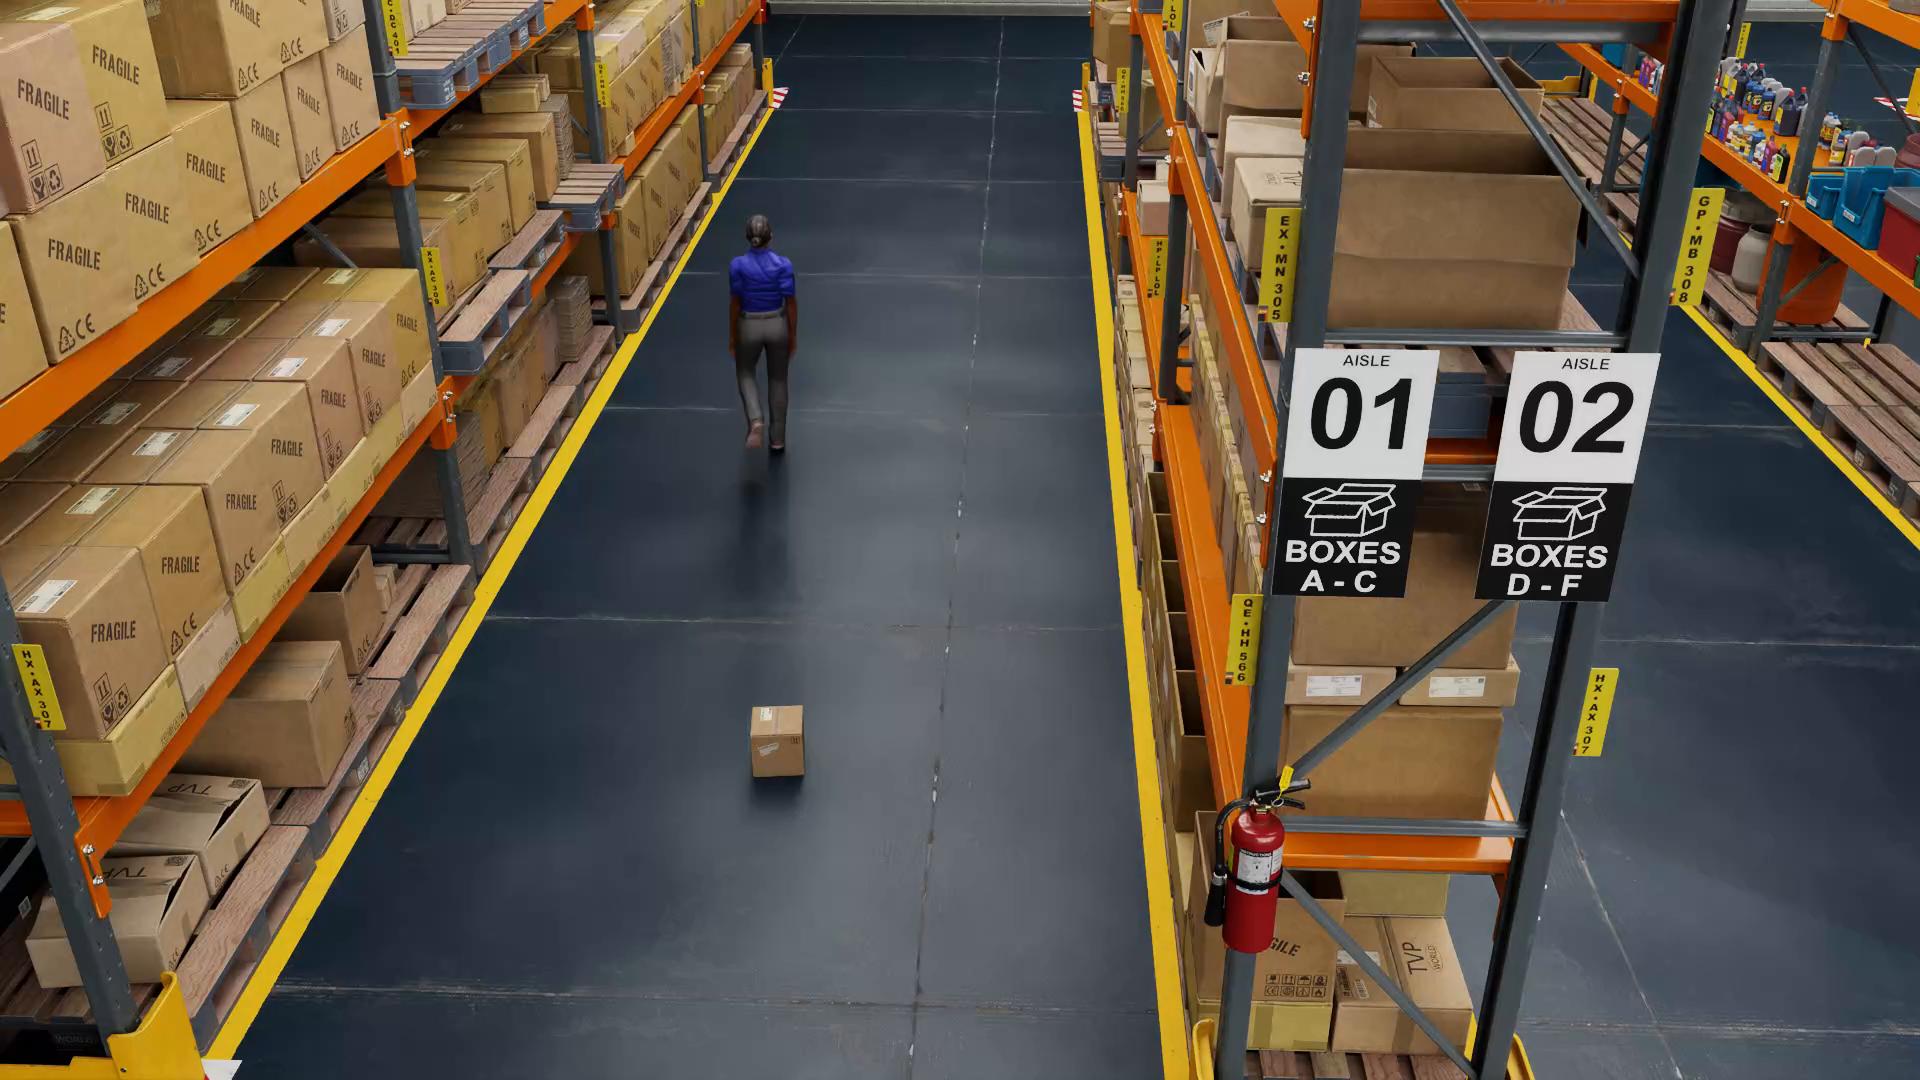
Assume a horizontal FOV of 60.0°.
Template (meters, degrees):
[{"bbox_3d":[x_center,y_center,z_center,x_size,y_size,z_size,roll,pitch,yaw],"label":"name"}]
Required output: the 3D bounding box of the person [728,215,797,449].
[{"bbox_3d":[-1.317,-1.372,11.134,0.472,1.652,0.426,-3,28,-6],"label":"person"}]
